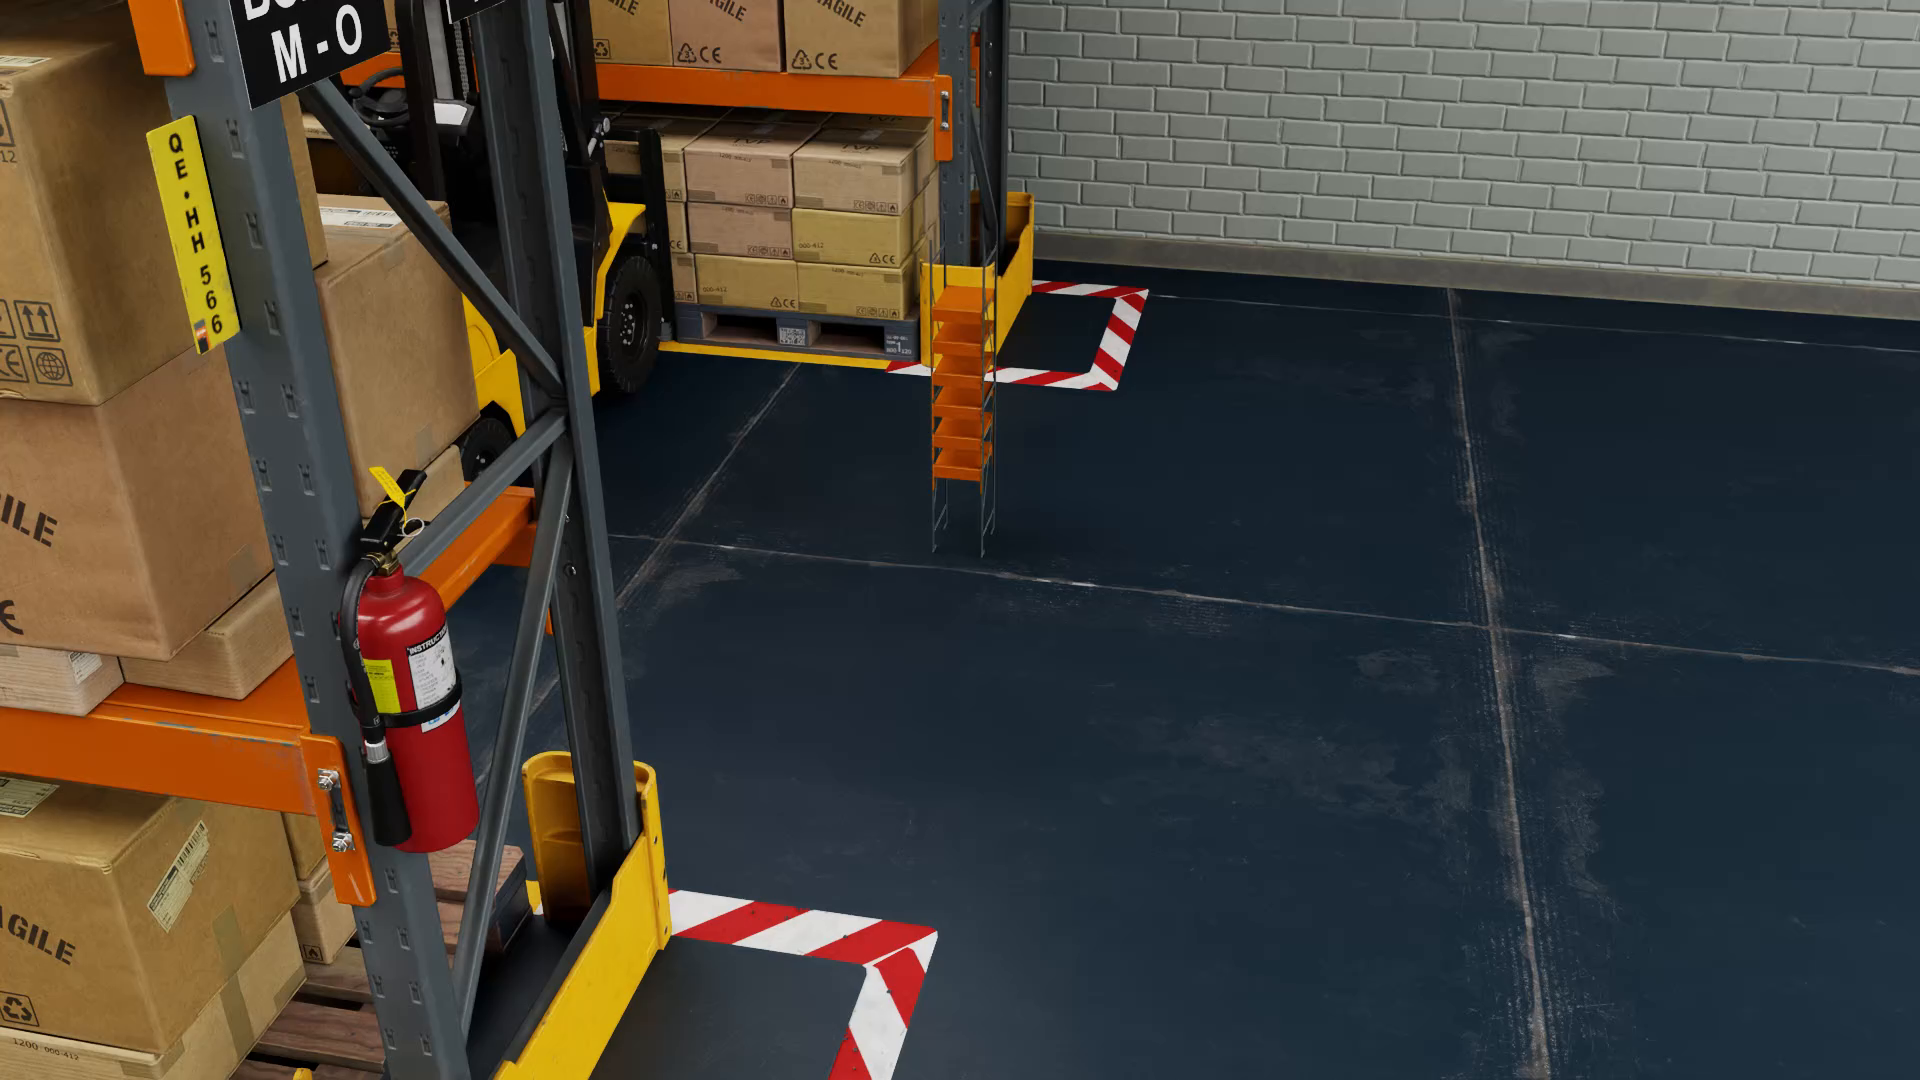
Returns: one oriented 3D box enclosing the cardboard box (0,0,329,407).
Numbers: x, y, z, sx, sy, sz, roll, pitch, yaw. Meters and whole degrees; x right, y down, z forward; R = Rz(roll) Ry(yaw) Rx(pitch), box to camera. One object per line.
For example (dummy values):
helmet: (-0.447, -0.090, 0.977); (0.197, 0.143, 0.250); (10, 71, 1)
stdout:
cardboard box: (-1.506, -0.608, 2.782); (0.500, 0.500, 0.700); (5, 29, 9)

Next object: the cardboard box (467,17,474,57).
cardboard box: (-1.965, -2.501, 7.590); (0.500, 0.500, 0.500); (6, 29, 11)

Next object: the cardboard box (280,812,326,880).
cardboard box: (-1.716, 0.433, 3.980); (0.500, 0.500, 0.500); (5, 29, 9)

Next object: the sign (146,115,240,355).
sign: (-1.097, -0.435, 2.385); (0.005, 0.325, 0.100); (6, 29, 11)

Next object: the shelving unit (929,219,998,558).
shelving unit: (0.014, -0.525, 5.959); (0.189, 1.200, 0.258); (6, 29, 11)

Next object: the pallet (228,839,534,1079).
pallet: (-1.822, 1.071, 4.074); (1.213, 0.211, 1.003); (6, 29, 11)

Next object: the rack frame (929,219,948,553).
rack frame: (-0.075, -0.534, 5.976); (0.006, 1.200, 0.240); (6, 29, 11)

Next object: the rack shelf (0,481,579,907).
rack shelf: (-2.917, 0.068, 3.751); (4.000, 0.370, 1.077); (6, 29, 11)

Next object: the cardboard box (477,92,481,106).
cardboard box: (-2.328, -2.137, 8.414); (0.500, 0.250, 0.500); (6, 29, 11)

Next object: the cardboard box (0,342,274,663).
cardboard box: (-1.549, -0.146, 2.979); (0.500, 0.500, 0.500); (5, 29, 10)

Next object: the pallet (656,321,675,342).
pallet: (-1.874, -1.335, 8.469); (1.213, 0.211, 1.003); (6, 29, 11)

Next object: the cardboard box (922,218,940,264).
cardboard box: (-0.368, -1.497, 8.287); (0.500, 0.250, 0.500); (6, 29, 11)

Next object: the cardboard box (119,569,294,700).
cardboard box: (-1.371, 0.126, 3.157); (0.250, 0.149, 0.380); (7, 29, 12)

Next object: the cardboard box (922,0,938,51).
cardboard box: (-0.355, -2.602, 7.775); (0.500, 0.500, 0.500); (7, 29, 12)

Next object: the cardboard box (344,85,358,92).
cardboard box: (-3.318, -2.237, 8.598); (0.500, 0.250, 0.500); (6, 29, 12)

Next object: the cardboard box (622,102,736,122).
cardboard box: (-1.335, -2.035, 8.229); (0.500, 0.250, 0.500); (6, 29, 10)

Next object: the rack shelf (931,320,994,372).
rack shelf: (0.014, -0.696, 5.865); (0.180, 0.103, 0.258); (6, 29, 11)

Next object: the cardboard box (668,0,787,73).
cardboard box: (-0.970, -2.404, 7.414); (0.500, 0.500, 0.500); (7, 29, 12)

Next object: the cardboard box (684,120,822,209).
cardboard box: (-0.944, -1.743, 7.695); (0.500, 0.250, 0.500); (6, 29, 11)

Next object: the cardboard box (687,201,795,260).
cardboard box: (-0.958, -1.533, 7.832); (0.500, 0.250, 0.500); (6, 29, 10)

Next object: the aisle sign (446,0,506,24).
aisle sign: (-0.836, -1.326, 2.842); (0.004, 0.787, 0.394); (6, 29, 11)

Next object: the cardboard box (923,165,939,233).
cardboard box: (-0.345, -1.720, 8.174); (0.500, 0.250, 0.500); (6, 29, 11)

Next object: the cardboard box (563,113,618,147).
cardboard box: (-1.934, -1.843, 7.878); (0.500, 0.250, 0.500); (5, 29, 10)

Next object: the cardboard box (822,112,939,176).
cardboard box: (-0.359, -1.932, 8.040); (0.500, 0.250, 0.500); (5, 29, 10)

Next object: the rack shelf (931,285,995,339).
rack shelf: (0.014, -0.802, 5.808); (0.180, 0.103, 0.258); (6, 29, 11)

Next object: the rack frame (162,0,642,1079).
rack frame: (-0.961, -0.047, 3.212); (0.127, 3.000, 1.000); (6, 29, 11)

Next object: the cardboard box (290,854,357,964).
cardboard box: (-1.692, 0.764, 4.156); (0.500, 0.250, 0.500); (6, 29, 10)

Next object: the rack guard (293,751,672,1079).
rack guard: (-1.035, 1.042, 3.826); (0.348, 0.500, 1.175); (6, 29, 11)

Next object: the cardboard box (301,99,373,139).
cardboard box: (-2.934, -1.944, 8.062); (0.500, 0.250, 0.500); (6, 29, 11)

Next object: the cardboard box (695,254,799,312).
cardboard box: (-0.938, -1.309, 7.944); (0.500, 0.250, 0.500); (6, 29, 11)

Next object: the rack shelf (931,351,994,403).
rack shelf: (0.014, -0.591, 5.923); (0.180, 0.103, 0.258); (6, 29, 11)
